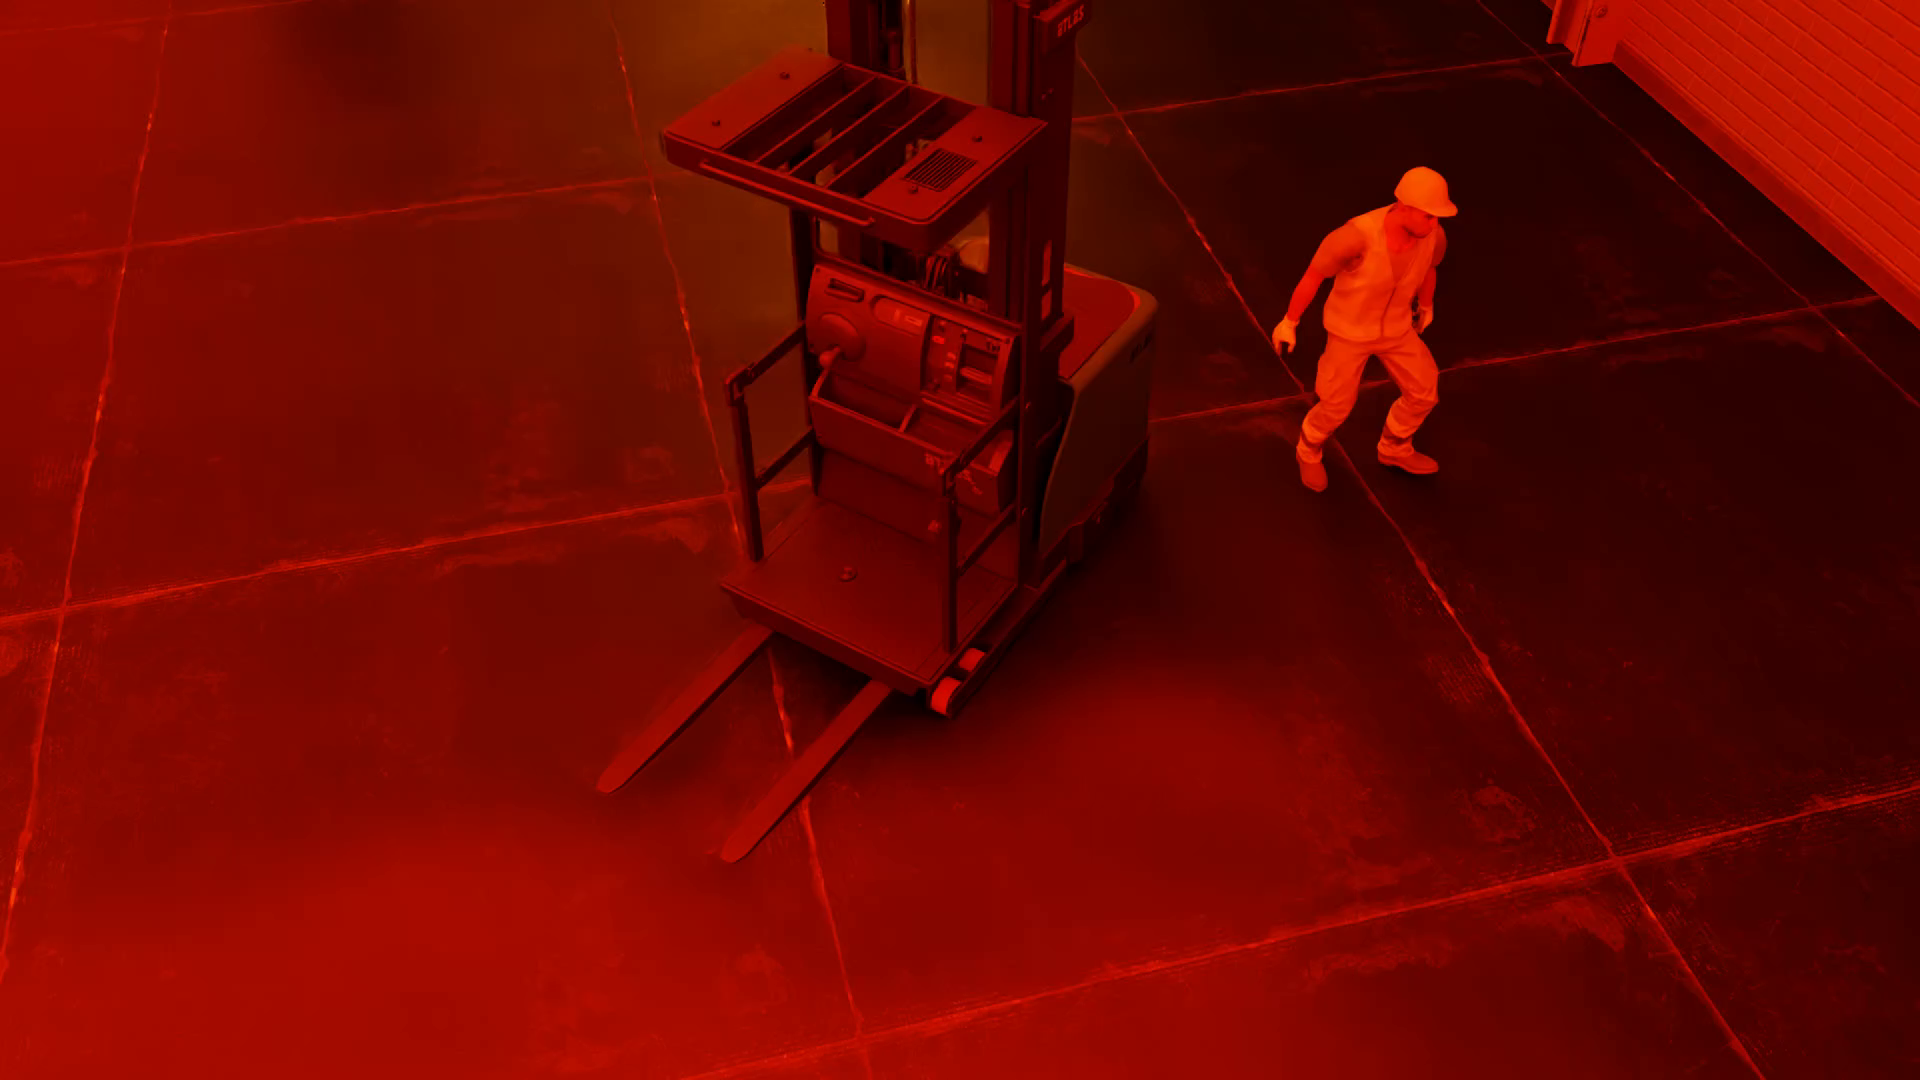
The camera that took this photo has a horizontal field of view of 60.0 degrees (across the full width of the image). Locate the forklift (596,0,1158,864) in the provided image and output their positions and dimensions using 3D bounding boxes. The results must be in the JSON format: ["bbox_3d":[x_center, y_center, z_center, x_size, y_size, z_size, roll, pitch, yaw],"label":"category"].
[{"bbox_3d":[-0.318,-0.698,6.384,1.130,2.935,3.031,24,48,23],"label":"forklift"}]

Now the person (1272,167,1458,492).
[{"bbox_3d":[1.868,-0.928,7.502,0.867,1.744,0.463,-10,44,-11],"label":"person"}]
